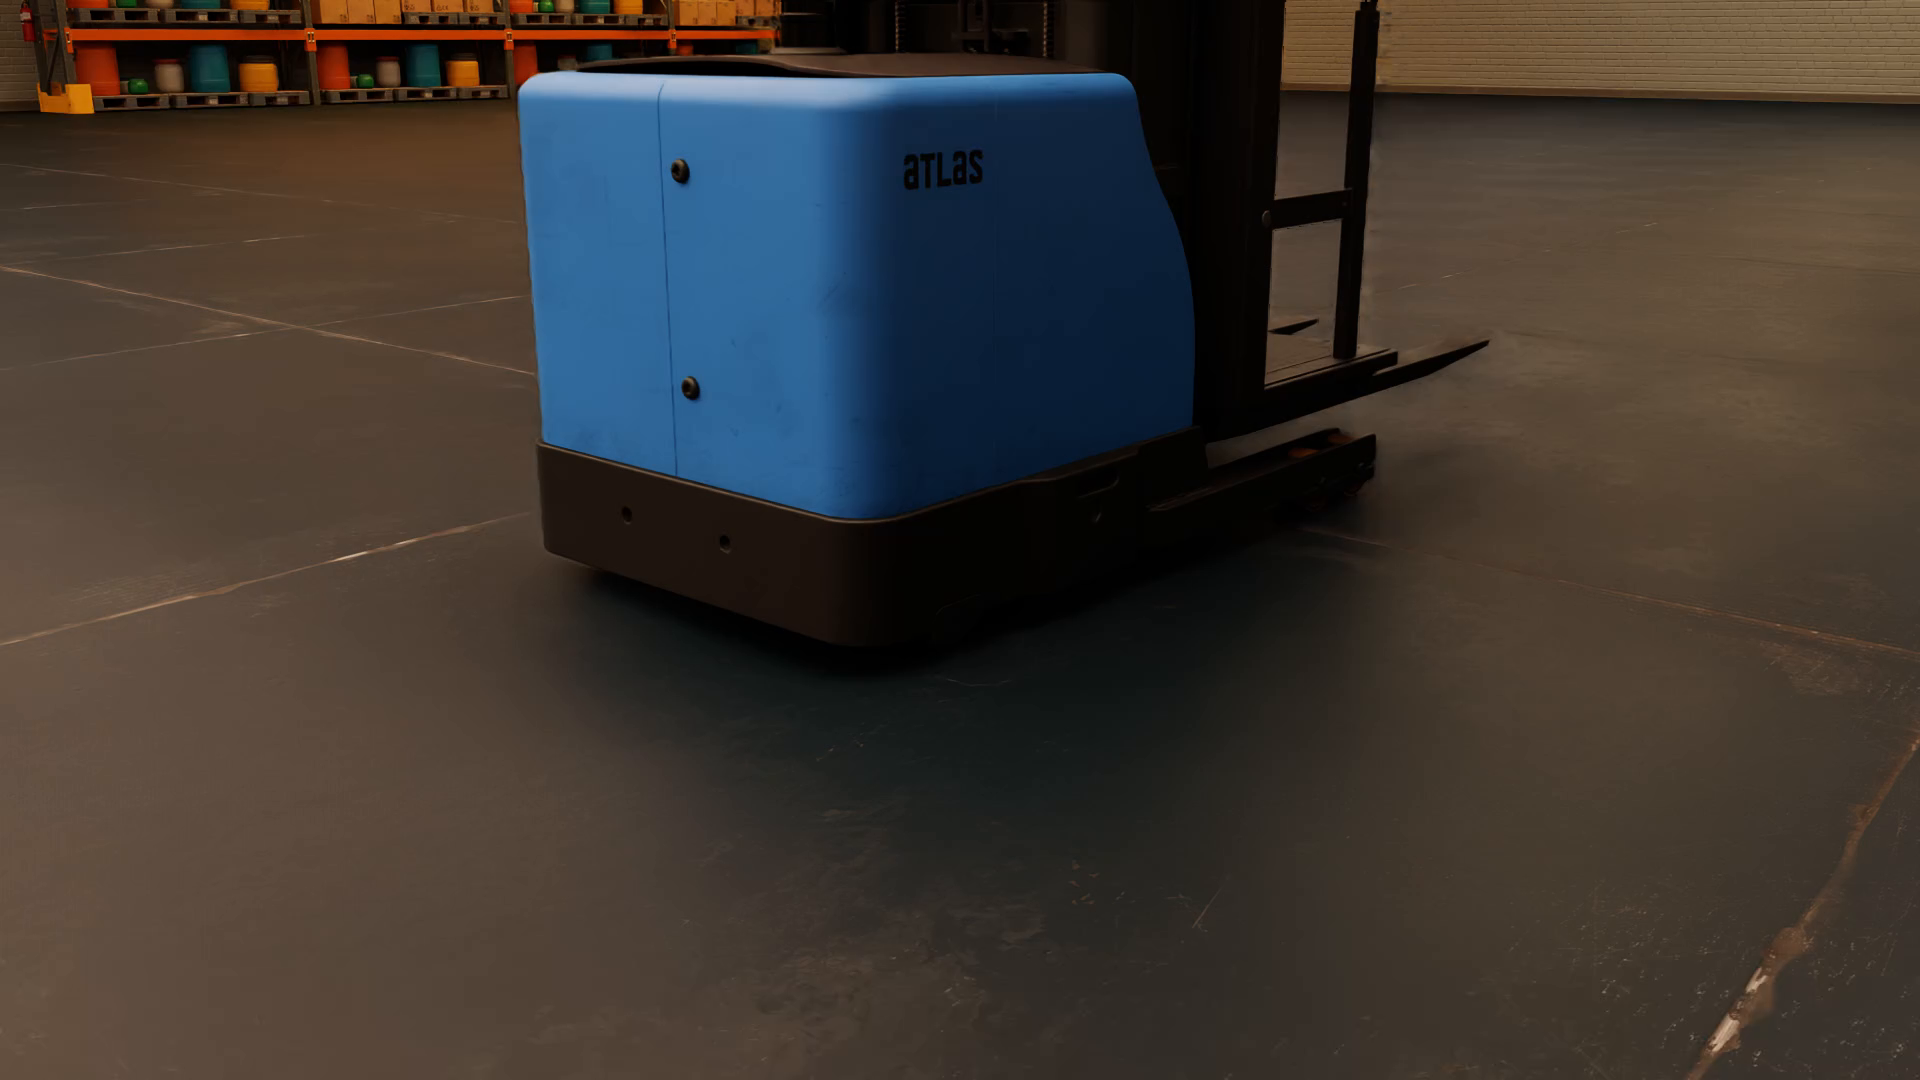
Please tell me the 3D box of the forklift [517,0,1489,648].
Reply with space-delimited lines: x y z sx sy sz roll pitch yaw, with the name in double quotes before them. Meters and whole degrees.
"forklift" 0.430 -1.555 4.020 1.130 2.935 3.031 14 22 39
